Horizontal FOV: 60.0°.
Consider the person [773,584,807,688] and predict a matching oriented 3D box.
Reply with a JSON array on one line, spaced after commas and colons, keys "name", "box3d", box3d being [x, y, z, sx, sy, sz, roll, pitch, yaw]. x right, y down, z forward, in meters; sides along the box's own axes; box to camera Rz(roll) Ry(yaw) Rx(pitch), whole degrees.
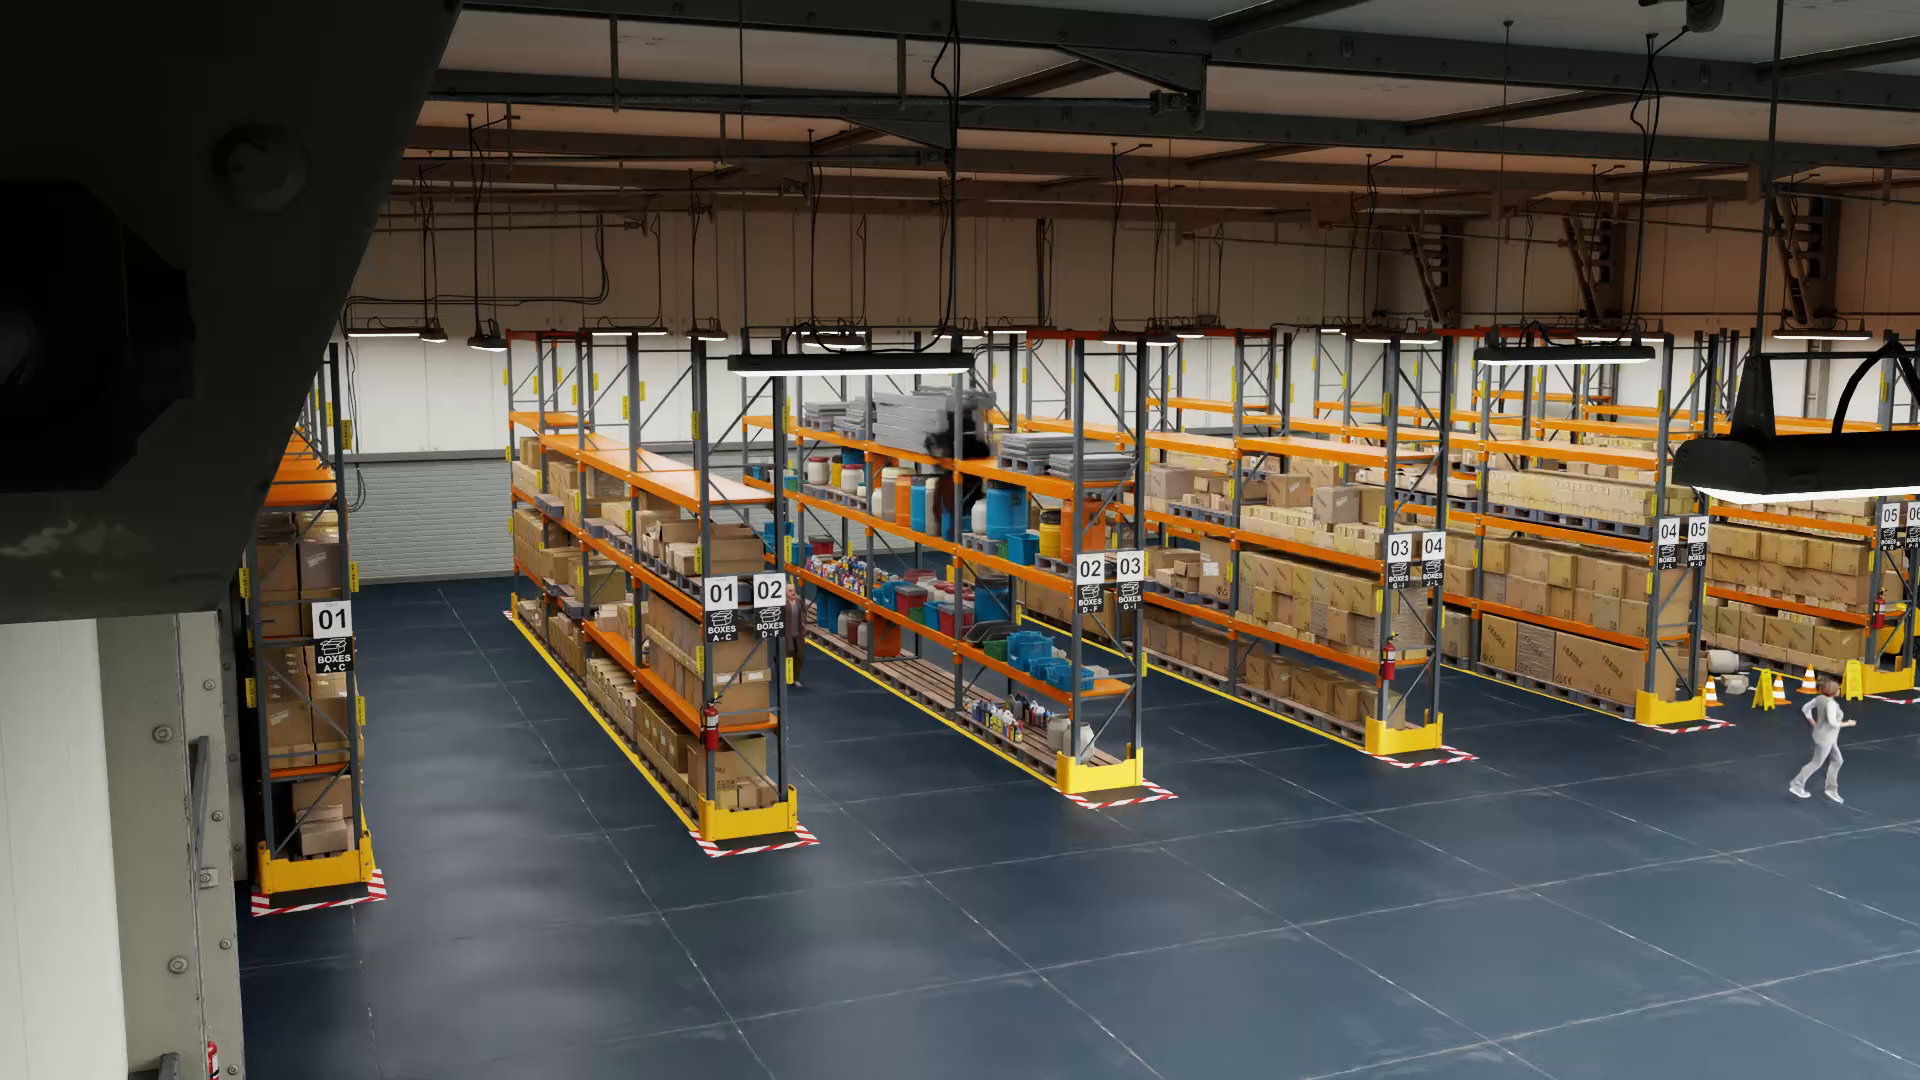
[{"name": "person", "box3d": [-2.909, 1.618, 28.448, 0.710, 1.753, 0.782, -5, 9, -34]}]

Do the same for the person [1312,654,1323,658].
[{"name": "person", "box3d": [6.549, 1.301, 30.979, 0.663, 1.709, 0.749, -5, 9, -31]}]

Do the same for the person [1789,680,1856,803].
[{"name": "person", "box3d": [11.178, 2.623, 21.539, 0.729, 1.623, 0.525, 2, 8, 17]}]
